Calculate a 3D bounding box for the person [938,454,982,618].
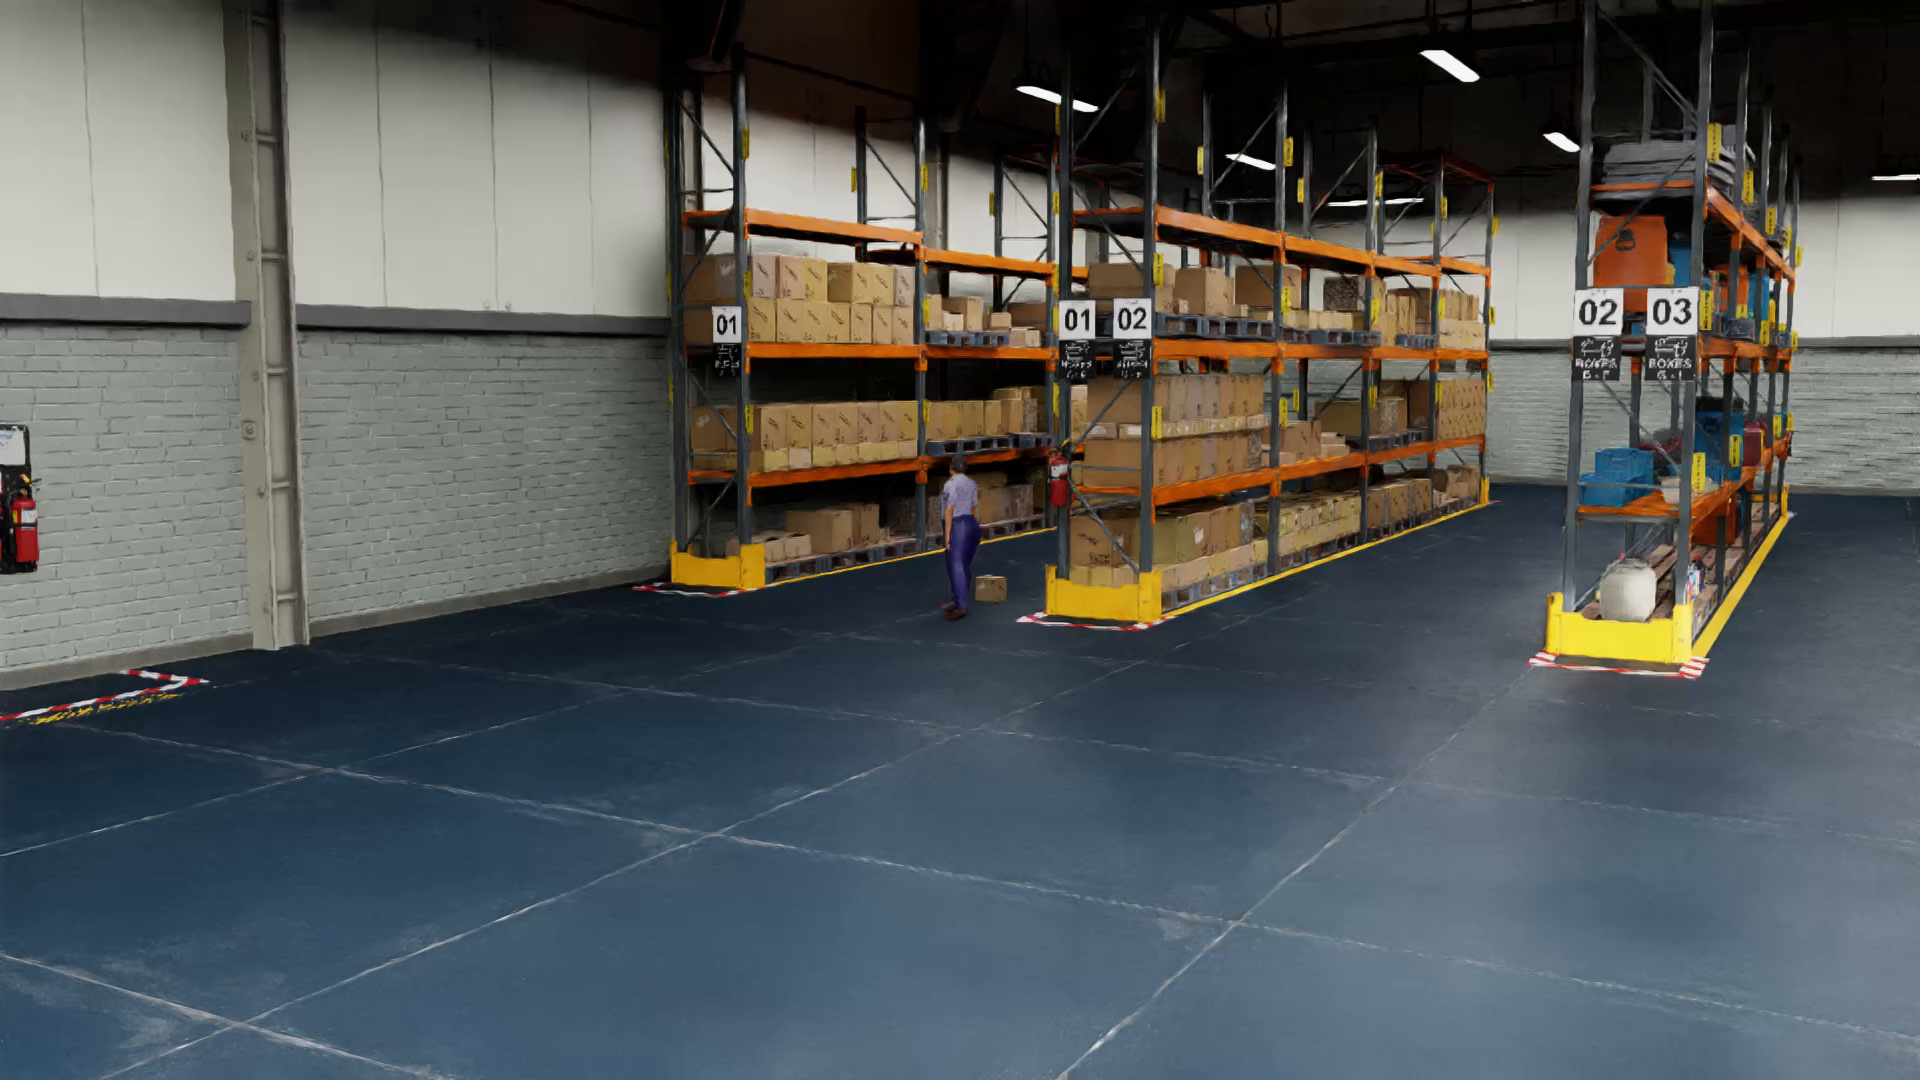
[{"bbox_3d":[-0.029,-0.045,16.935,0.573,1.650,0.590,4,7,35],"label":"person"}]
